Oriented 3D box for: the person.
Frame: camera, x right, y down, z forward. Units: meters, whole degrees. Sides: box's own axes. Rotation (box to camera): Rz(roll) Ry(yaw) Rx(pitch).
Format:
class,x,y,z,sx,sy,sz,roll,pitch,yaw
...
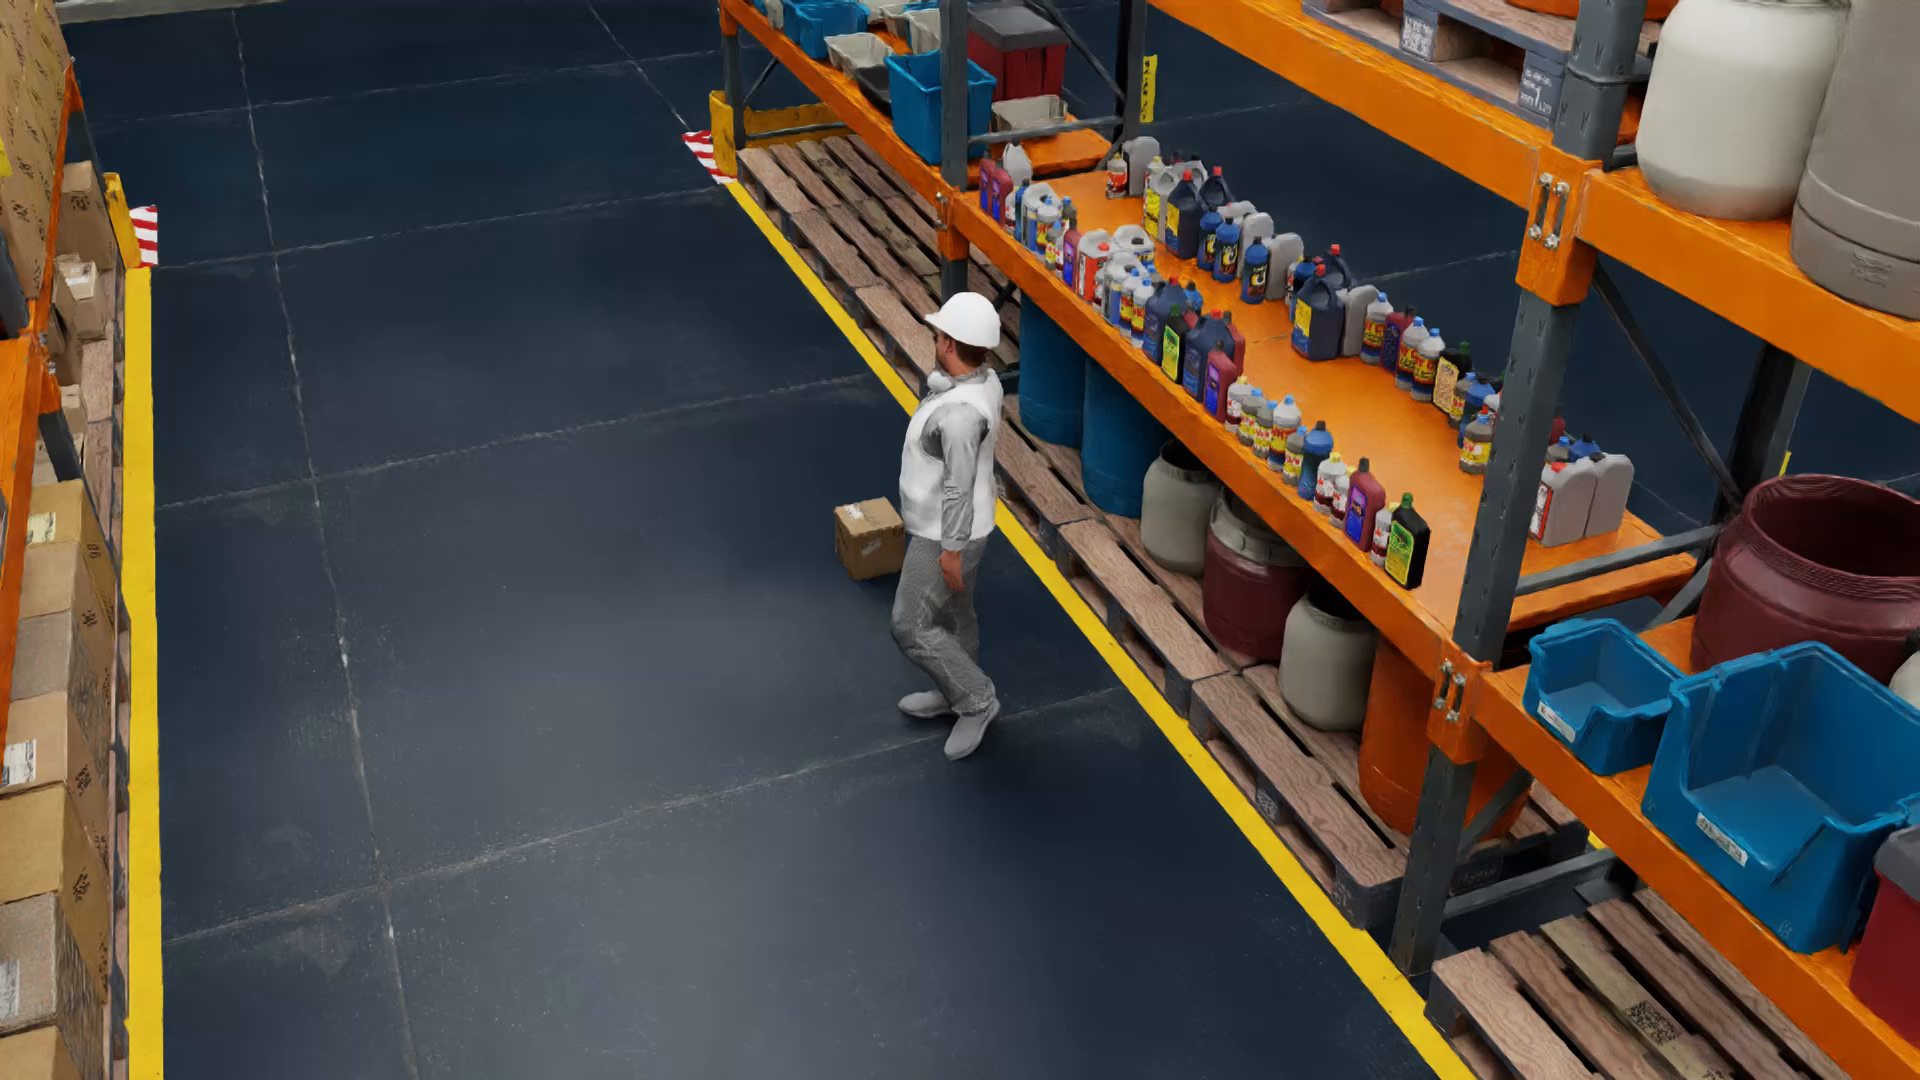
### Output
class,x,y,z,sx,sy,sz,roll,pitch,yaw
person,-0.032,-0.055,6.202,0.429,1.767,0.631,4,33,6
